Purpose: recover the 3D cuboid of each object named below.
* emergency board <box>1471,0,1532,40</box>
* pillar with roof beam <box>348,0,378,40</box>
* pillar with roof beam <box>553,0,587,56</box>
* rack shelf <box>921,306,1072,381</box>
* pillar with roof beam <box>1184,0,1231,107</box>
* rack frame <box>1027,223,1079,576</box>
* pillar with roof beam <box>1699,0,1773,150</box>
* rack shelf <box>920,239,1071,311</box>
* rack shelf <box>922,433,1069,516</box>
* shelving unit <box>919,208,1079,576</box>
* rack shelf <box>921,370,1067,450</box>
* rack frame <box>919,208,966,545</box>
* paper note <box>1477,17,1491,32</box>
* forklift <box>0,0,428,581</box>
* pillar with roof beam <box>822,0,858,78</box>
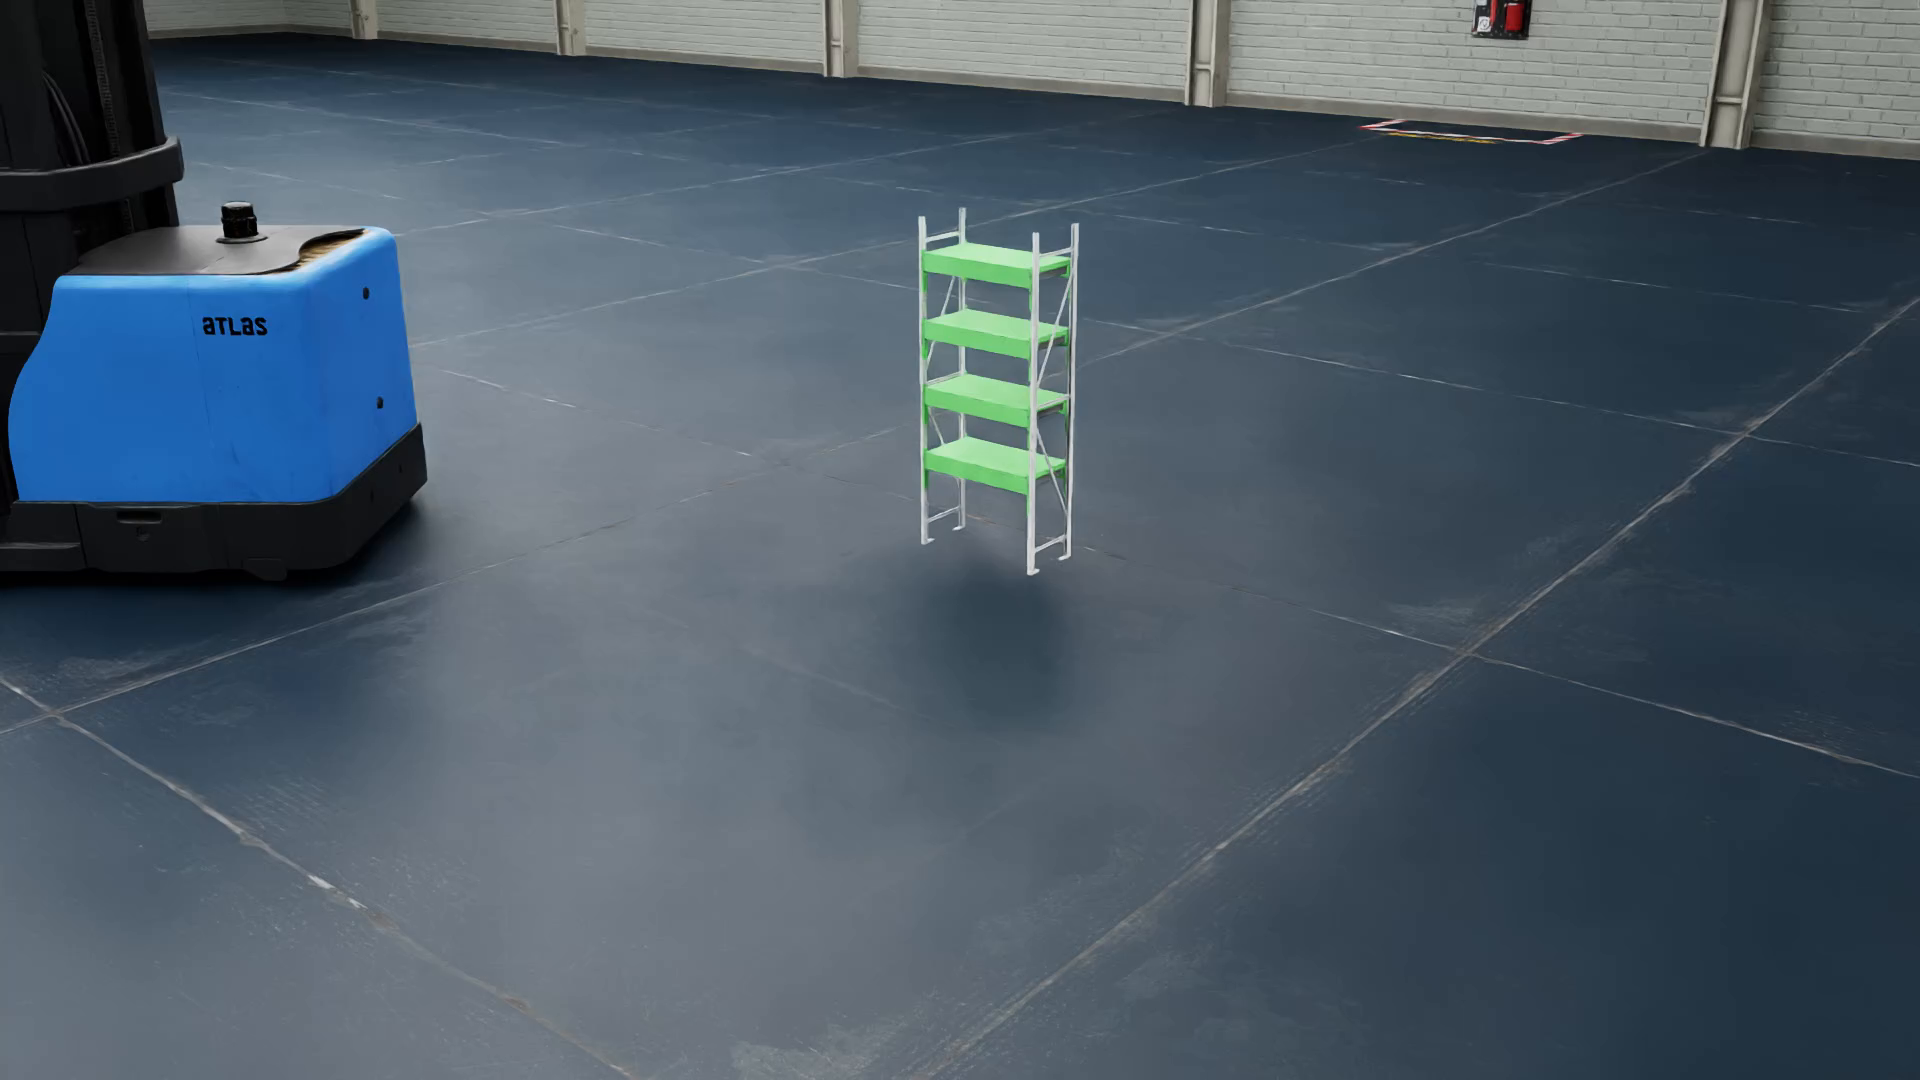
[{"bbox_3d":[5.718,-5.884,17.519,0.643,1.169,0.194,16,26,36],"label":"emergency board"},{"bbox_3d":[-13.707,-12.307,26.049,0.400,9.000,9.100,16,26,36],"label":"pillar with roof beam"},{"bbox_3d":[-9.059,-10.968,22.500,0.400,9.000,9.100,16,26,36],"label":"pillar with roof beam"},{"bbox_3d":[0.128,-0.689,5.796,0.480,0.148,0.258,16,26,36],"label":"rack shelf"},{"bbox_3d":[0.238,-8.291,15.400,0.400,9.000,9.100,16,26,36],"label":"pillar with roof beam"},{"bbox_3d":[0.317,-0.470,5.714,0.015,1.200,0.240,16,26,36],"label":"rack frame"},{"bbox_3d":[4.886,-6.952,11.850,0.400,9.000,9.100,16,26,36],"label":"pillar with roof beam"},{"bbox_3d":[0.128,-0.914,5.712,0.480,0.148,0.258,16,26,36],"label":"rack shelf"},{"bbox_3d":[0.128,-0.240,5.966,0.480,0.148,0.258,16,26,36],"label":"rack shelf"},{"bbox_3d":[0.128,-0.524,5.859,0.503,1.200,0.258,16,26,36],"label":"shelving unit"},{"bbox_3d":[0.128,-0.465,5.881,0.480,0.148,0.258,16,26,36],"label":"rack shelf"},{"bbox_3d":[-0.061,-0.579,6.003,0.015,1.200,0.240,16,26,36],"label":"rack frame"},{"bbox_3d":[5.624,-5.530,17.829,0.142,0.148,0.016,16,26,36],"label":"paper note"},{"bbox_3d":[-3.630,-1.395,5.714,3.031,2.935,1.130,0,21,1],"label":"forklift"},{"bbox_3d":[-4.411,-9.629,18.950,0.400,9.000,9.100,16,26,36],"label":"pillar with roof beam"}]
